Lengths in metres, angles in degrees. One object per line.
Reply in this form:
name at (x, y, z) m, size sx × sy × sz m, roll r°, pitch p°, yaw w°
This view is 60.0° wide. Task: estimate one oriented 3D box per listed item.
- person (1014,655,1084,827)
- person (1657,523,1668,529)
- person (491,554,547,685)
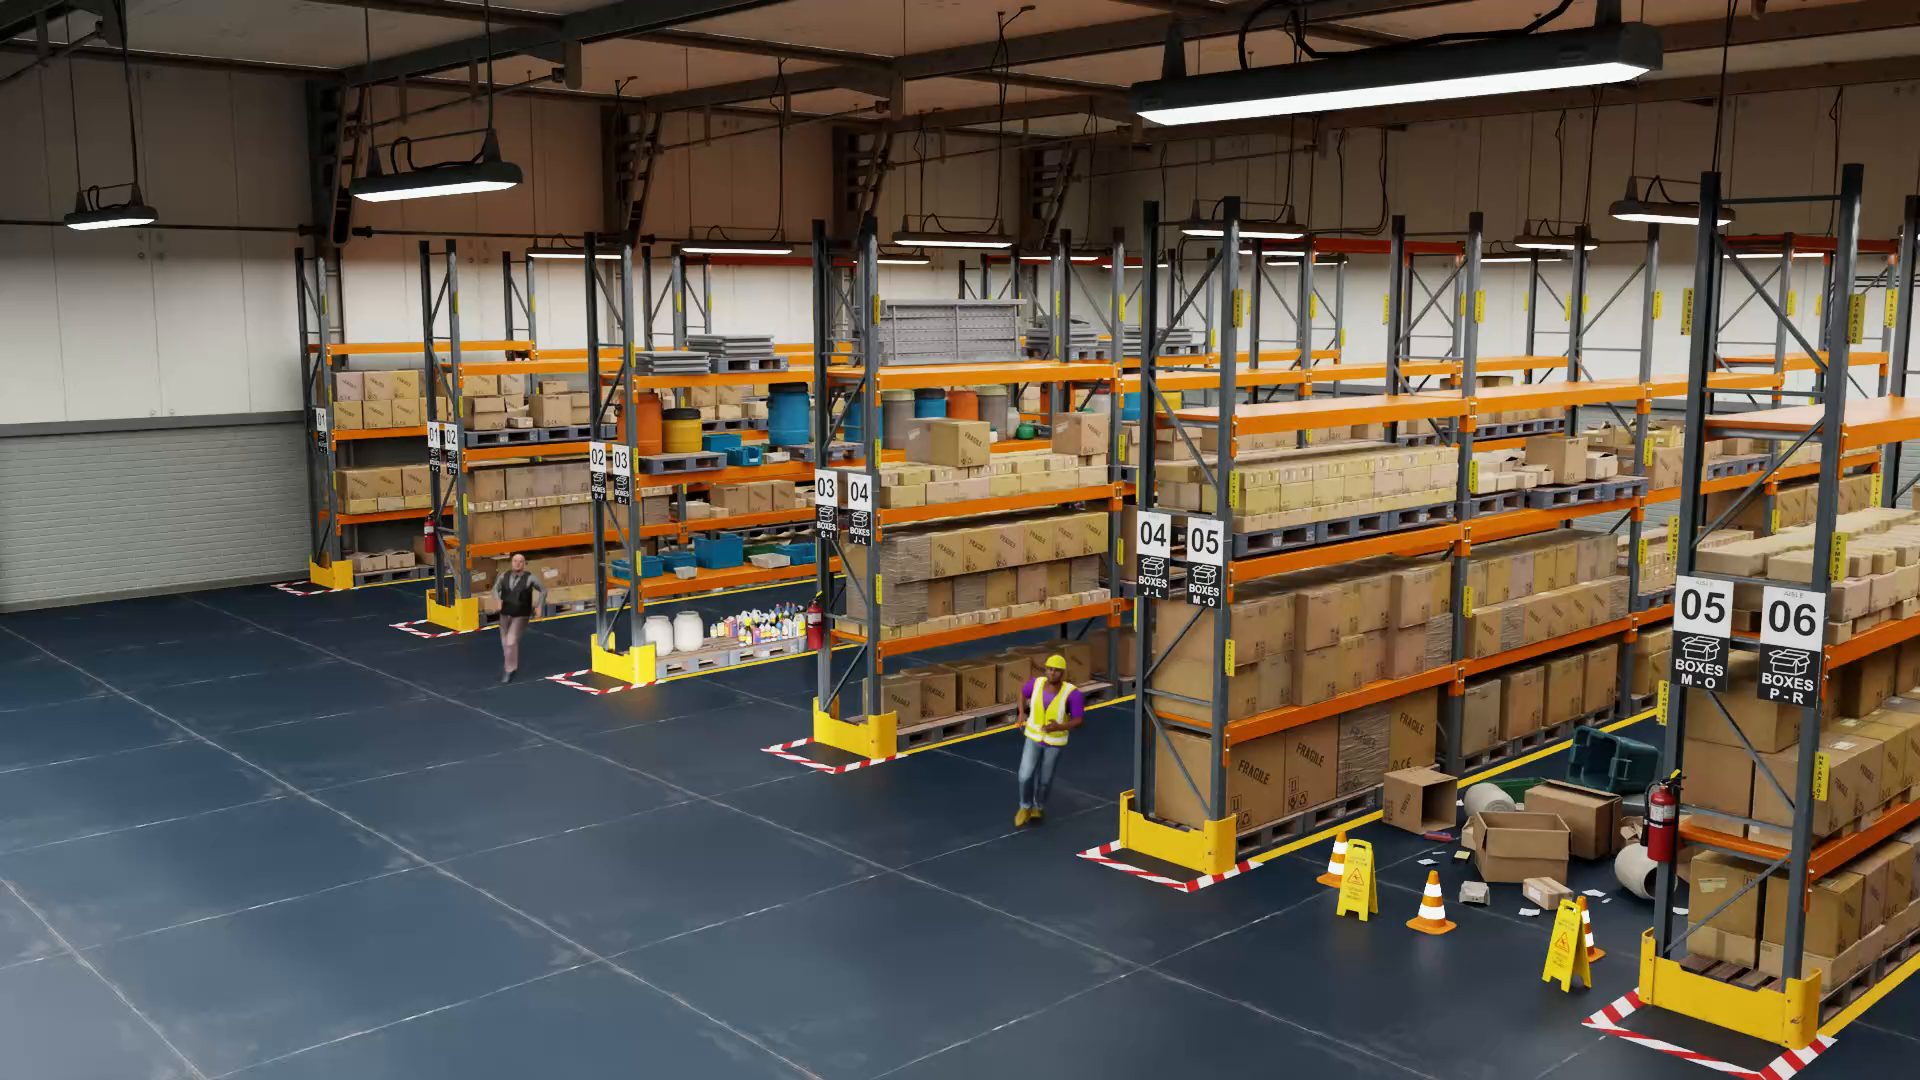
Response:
person at (0.875, 1.958, 16.199) m, size 0.692 × 1.759 × 0.657 m, roll 2°, pitch 9°, yaw 14°
person at (10.986, 0.553, 25.991) m, size 0.719 × 1.624 × 0.597 m, roll -5°, pitch 10°, yaw -30°
person at (-5.968, 1.054, 22.435) m, size 0.717 × 1.756 × 0.661 m, roll 1°, pitch 8°, yaw 9°
